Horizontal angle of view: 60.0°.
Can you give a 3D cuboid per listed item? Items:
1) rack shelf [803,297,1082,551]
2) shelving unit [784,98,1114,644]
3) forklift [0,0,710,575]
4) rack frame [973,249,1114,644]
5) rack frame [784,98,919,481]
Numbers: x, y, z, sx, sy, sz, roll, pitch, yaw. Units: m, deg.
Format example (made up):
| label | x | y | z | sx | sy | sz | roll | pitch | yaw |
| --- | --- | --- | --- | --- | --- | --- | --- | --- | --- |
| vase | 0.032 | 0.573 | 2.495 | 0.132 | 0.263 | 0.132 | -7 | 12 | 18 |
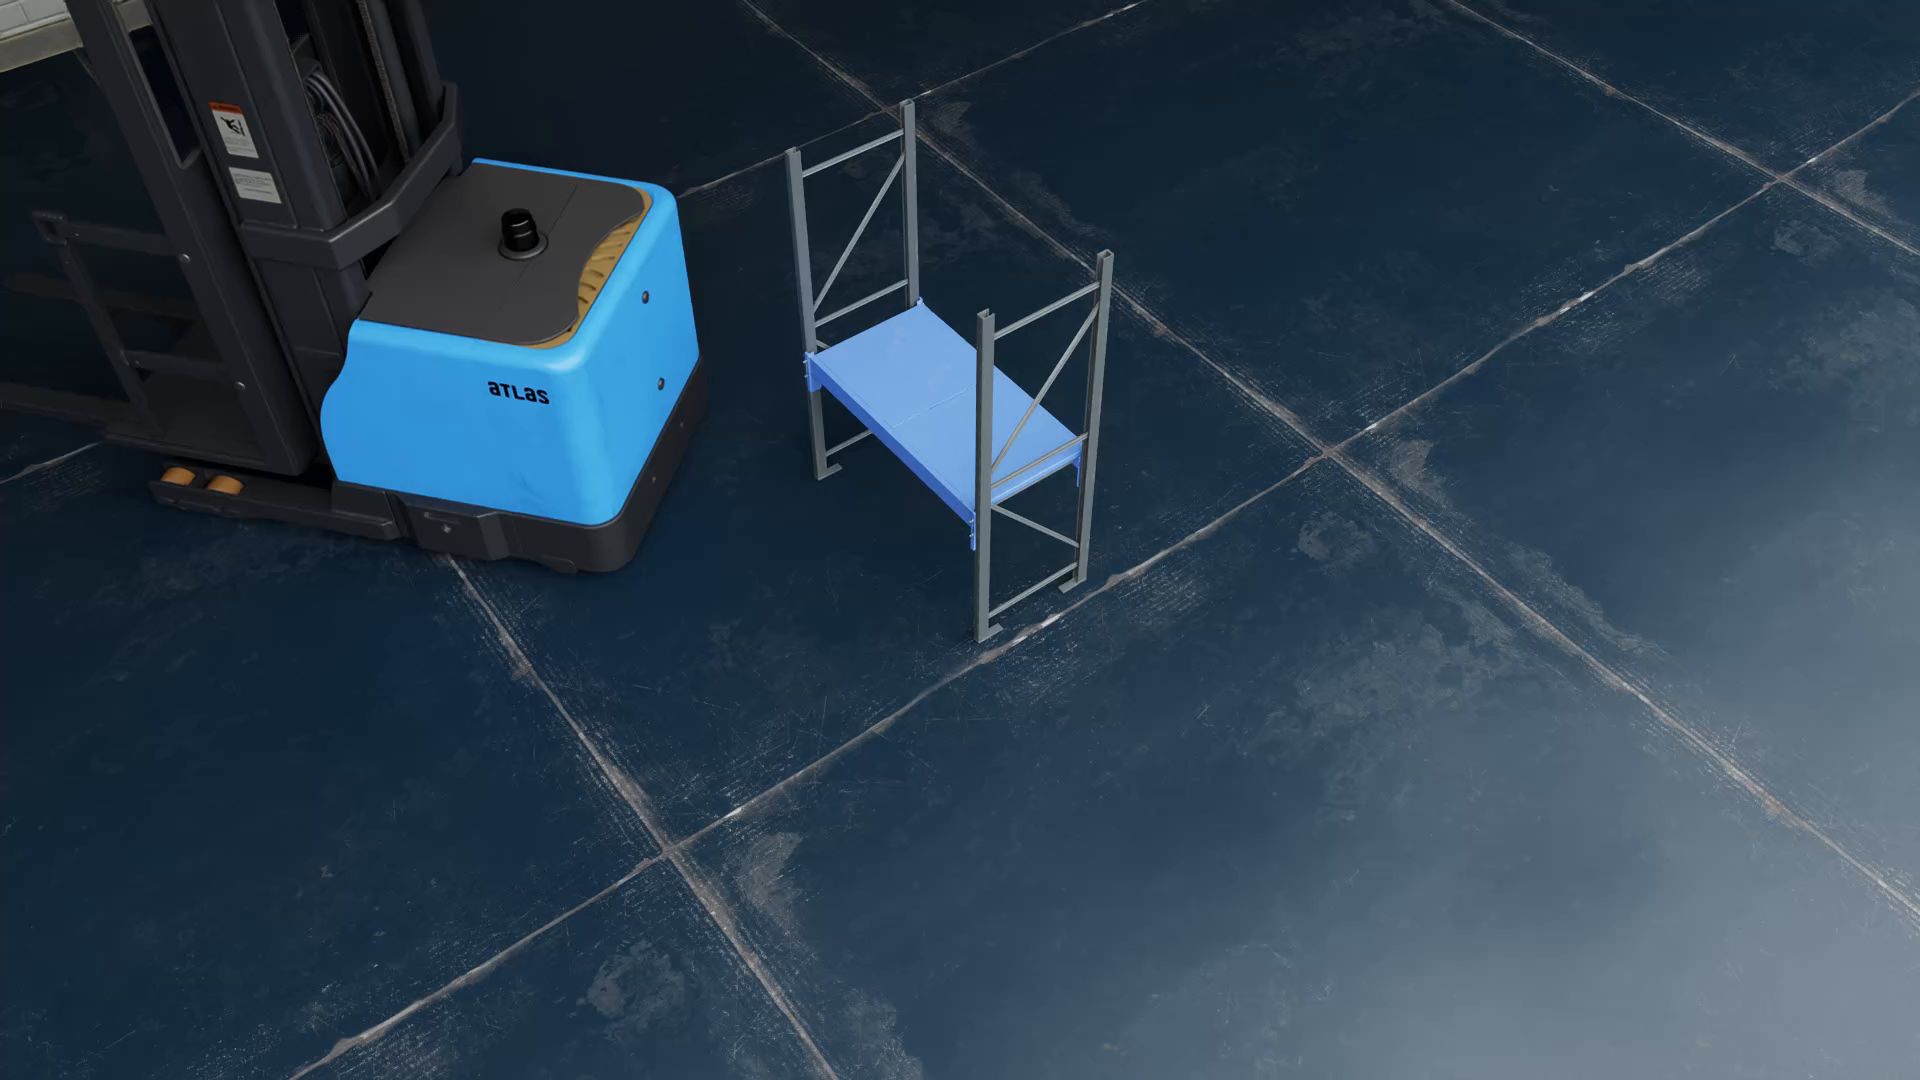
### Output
| label | x | y | z | sx | sy | sz | roll | pitch | yaw |
| --- | --- | --- | --- | --- | --- | --- | --- | --- | --- |
| rack shelf | -0.052 | -0.433 | 5.873 | 0.538 | 0.185 | 1.000 | -29 | 54 | -24 |
| shelving unit | -0.052 | -0.554 | 5.740 | 0.538 | 1.500 | 1.048 | -29 | 54 | -24 |
| forklift | -2.575 | -1.438 | 5.575 | 3.031 | 2.935 | 1.130 | 10 | 49 | 9 |
| rack frame | 0.256 | -0.254 | 5.468 | 0.500 | 1.500 | 0.032 | -29 | 54 | -24 |
| rack frame | -0.359 | -0.854 | 6.012 | 0.500 | 1.500 | 0.032 | -29 | 54 | -24 |
